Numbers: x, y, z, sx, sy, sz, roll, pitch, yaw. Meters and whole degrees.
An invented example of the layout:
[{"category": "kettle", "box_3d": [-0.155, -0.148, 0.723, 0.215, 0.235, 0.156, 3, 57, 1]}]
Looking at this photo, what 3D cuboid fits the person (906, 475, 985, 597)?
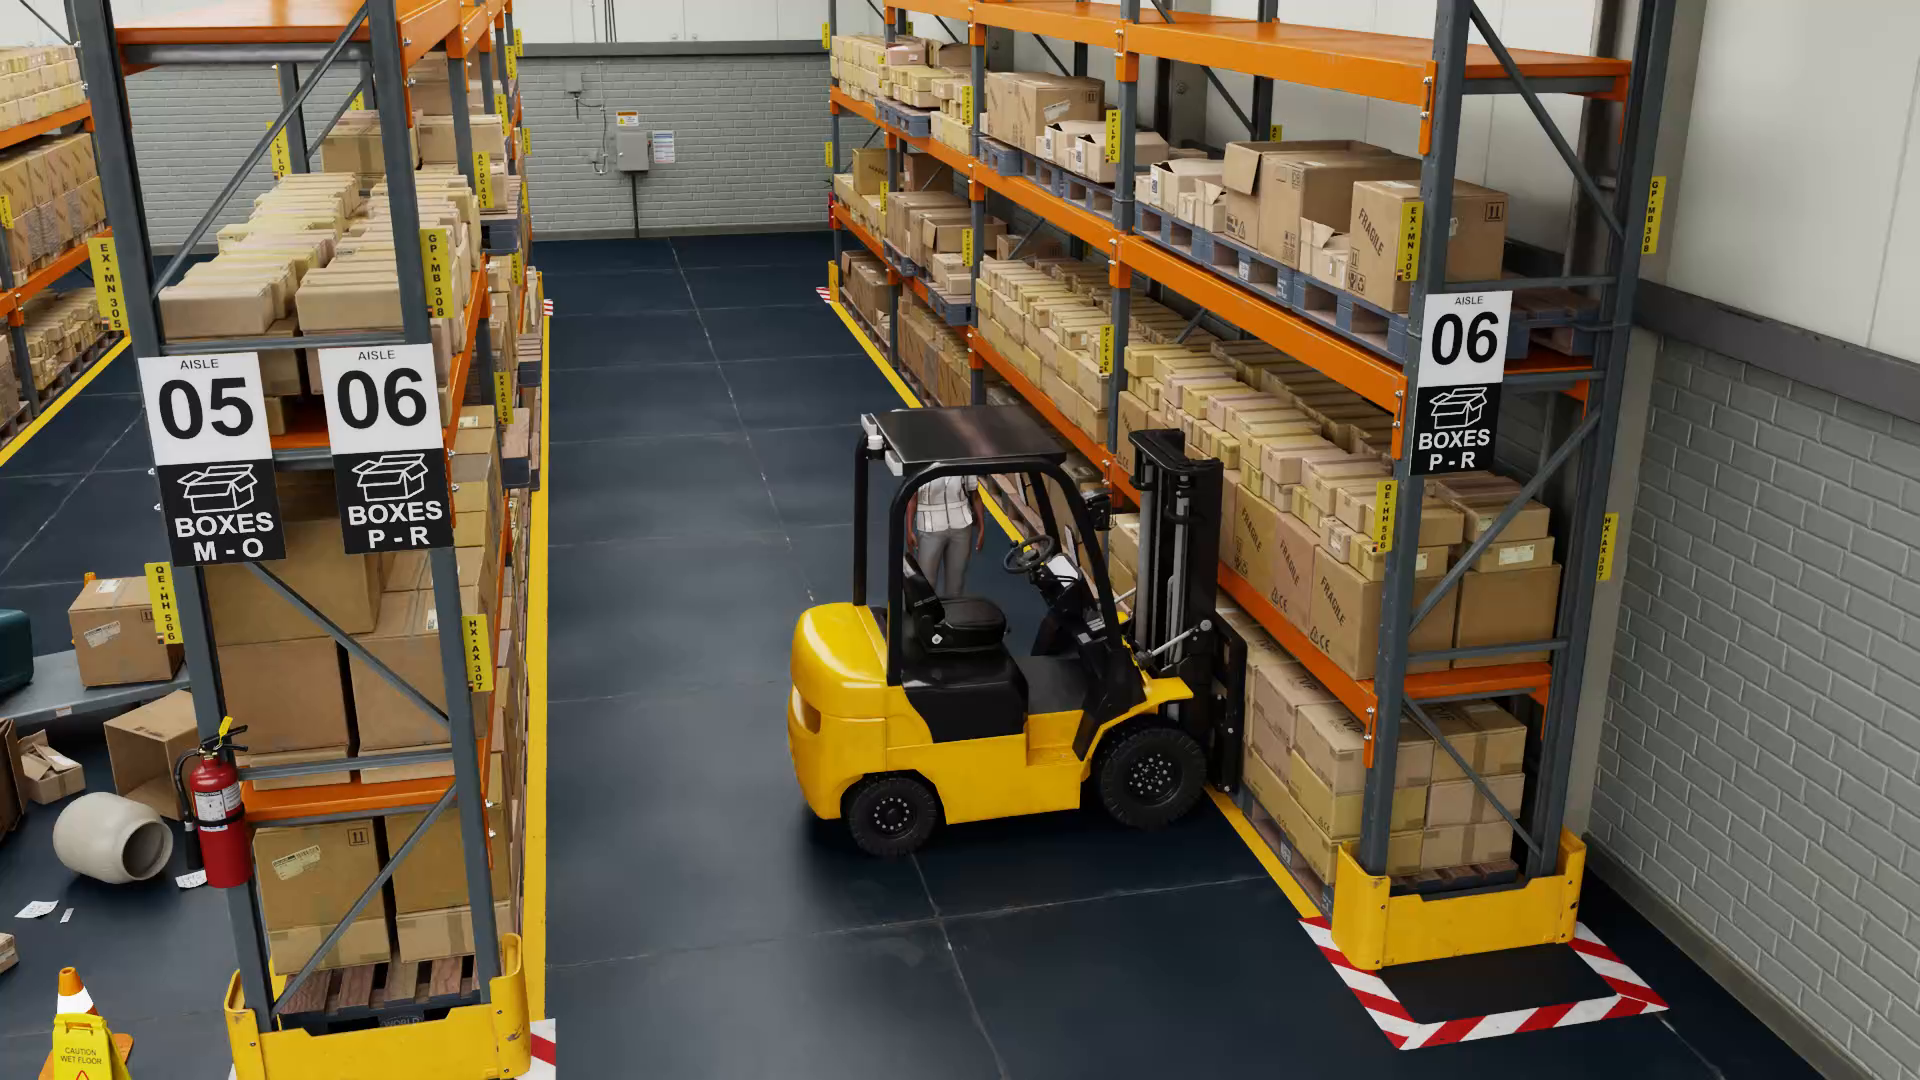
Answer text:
[{"category": "person", "box_3d": [-0.100, -0.036, 11.096, 0.568, 1.694, 0.529, -5, 20, -12]}]
